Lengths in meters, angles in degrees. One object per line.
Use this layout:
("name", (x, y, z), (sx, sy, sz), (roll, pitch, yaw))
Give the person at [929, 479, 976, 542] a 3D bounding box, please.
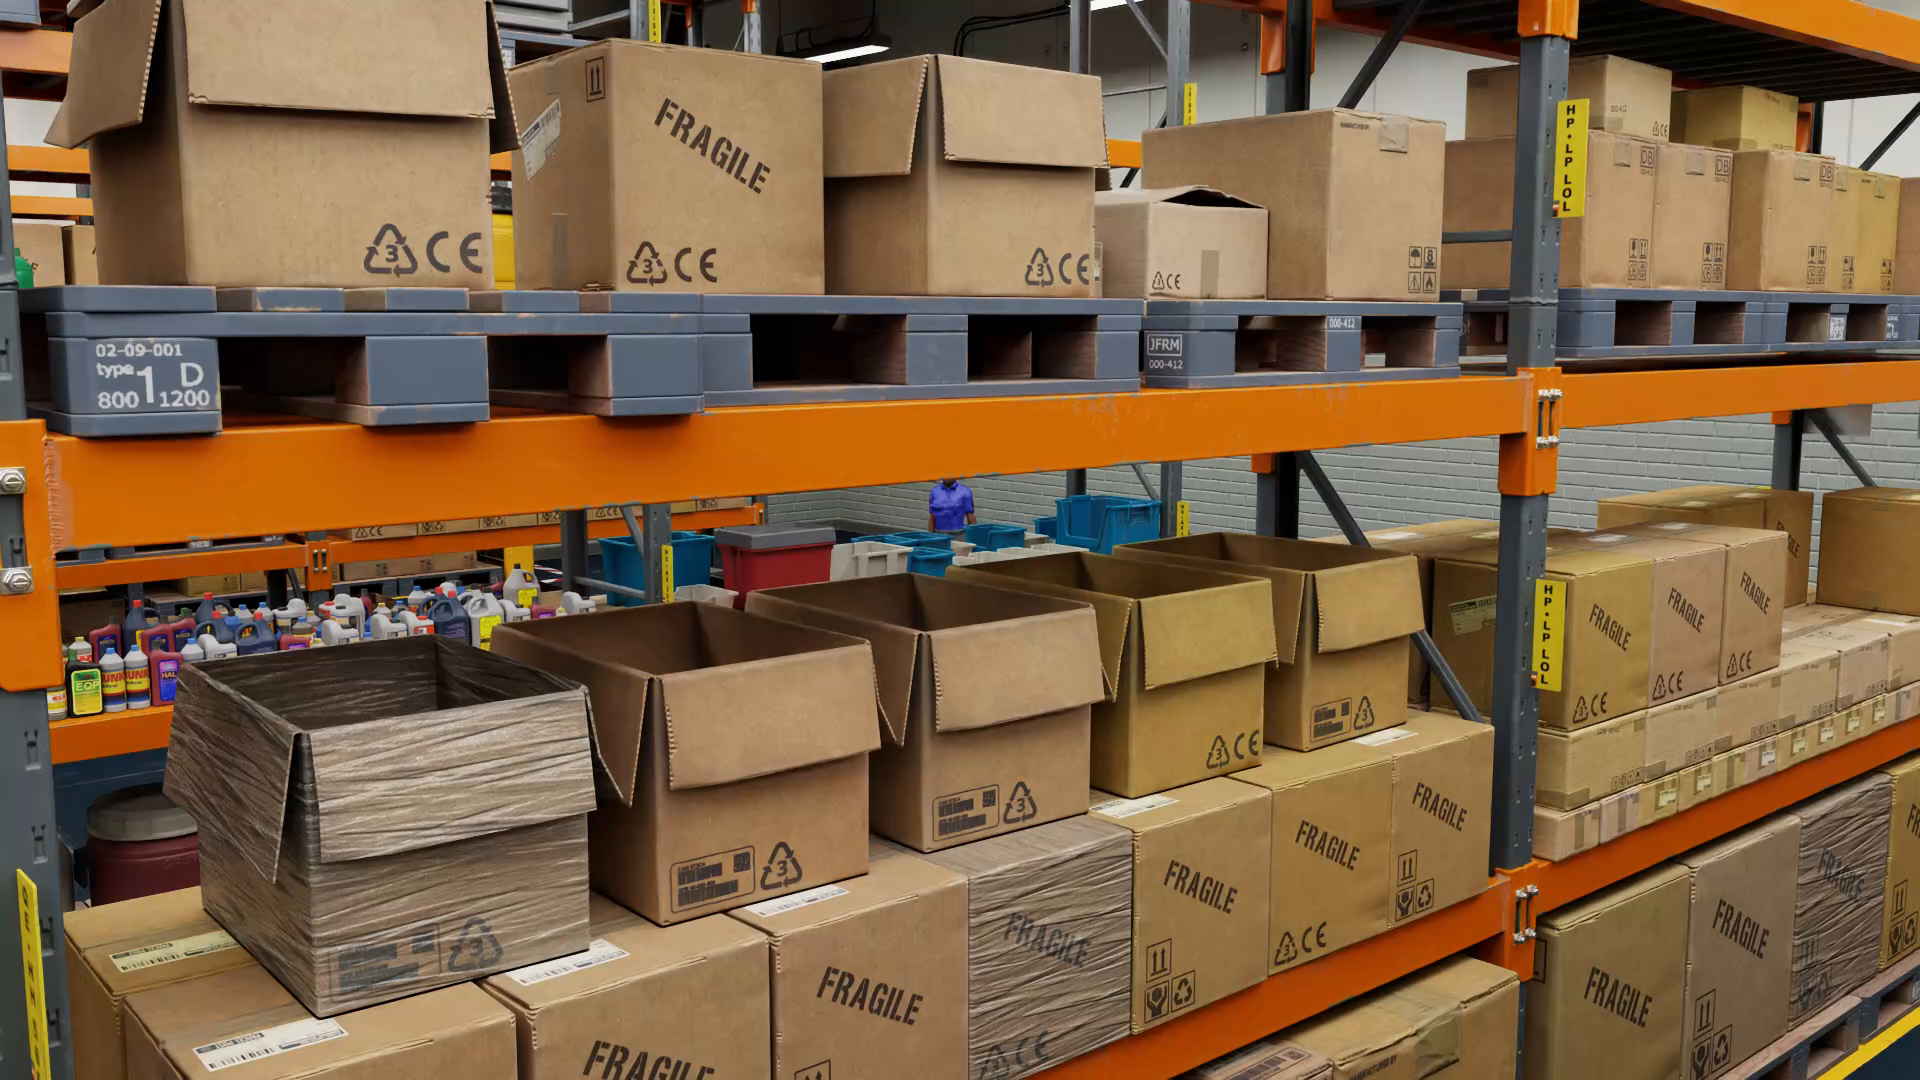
("person", (-0.105, 0.074, 15.832), (0.513, 1.700, 0.374), (2, 8, 13))
